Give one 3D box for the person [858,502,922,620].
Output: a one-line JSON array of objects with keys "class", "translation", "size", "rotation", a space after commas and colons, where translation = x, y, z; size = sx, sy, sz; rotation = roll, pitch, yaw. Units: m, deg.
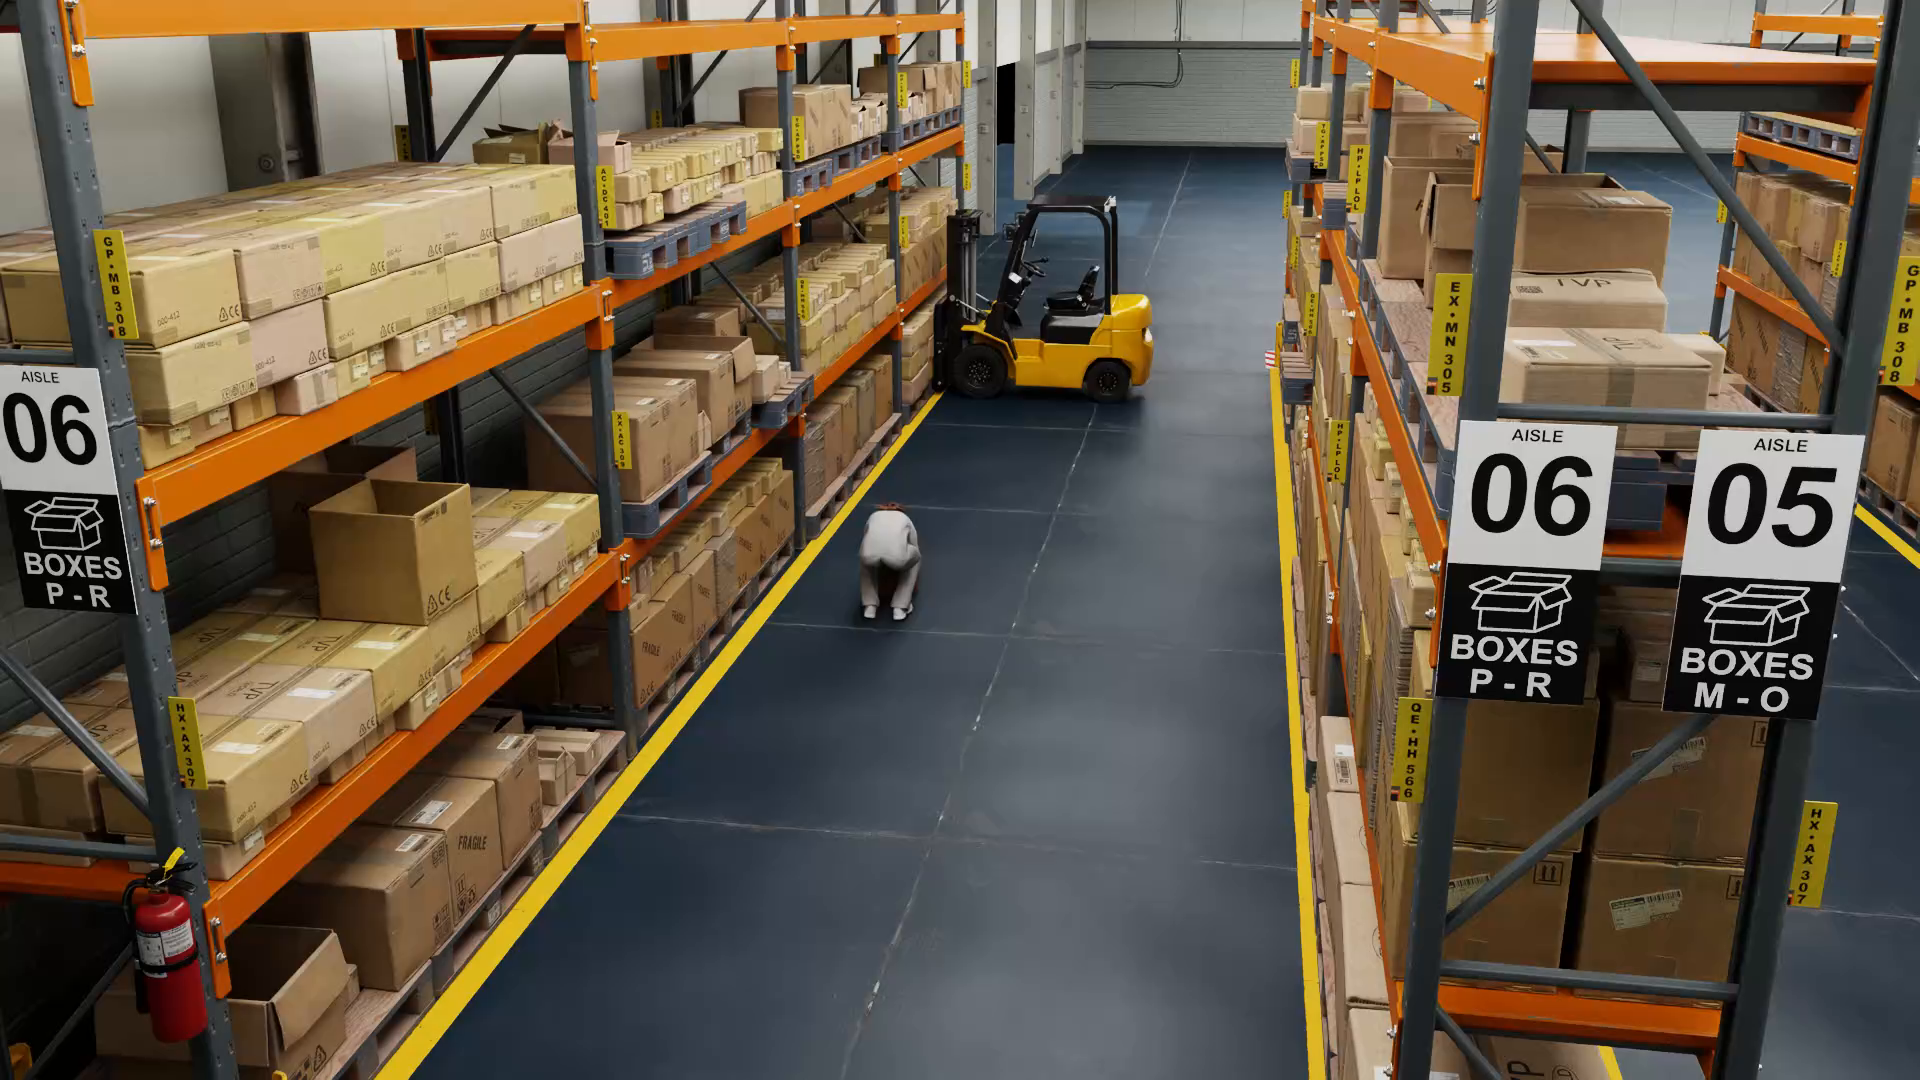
[{"class": "person", "translation": [-0.517, 0.139, 12.159], "size": [0.459, 0.762, 0.867], "rotation": [2, 18, 7]}]
